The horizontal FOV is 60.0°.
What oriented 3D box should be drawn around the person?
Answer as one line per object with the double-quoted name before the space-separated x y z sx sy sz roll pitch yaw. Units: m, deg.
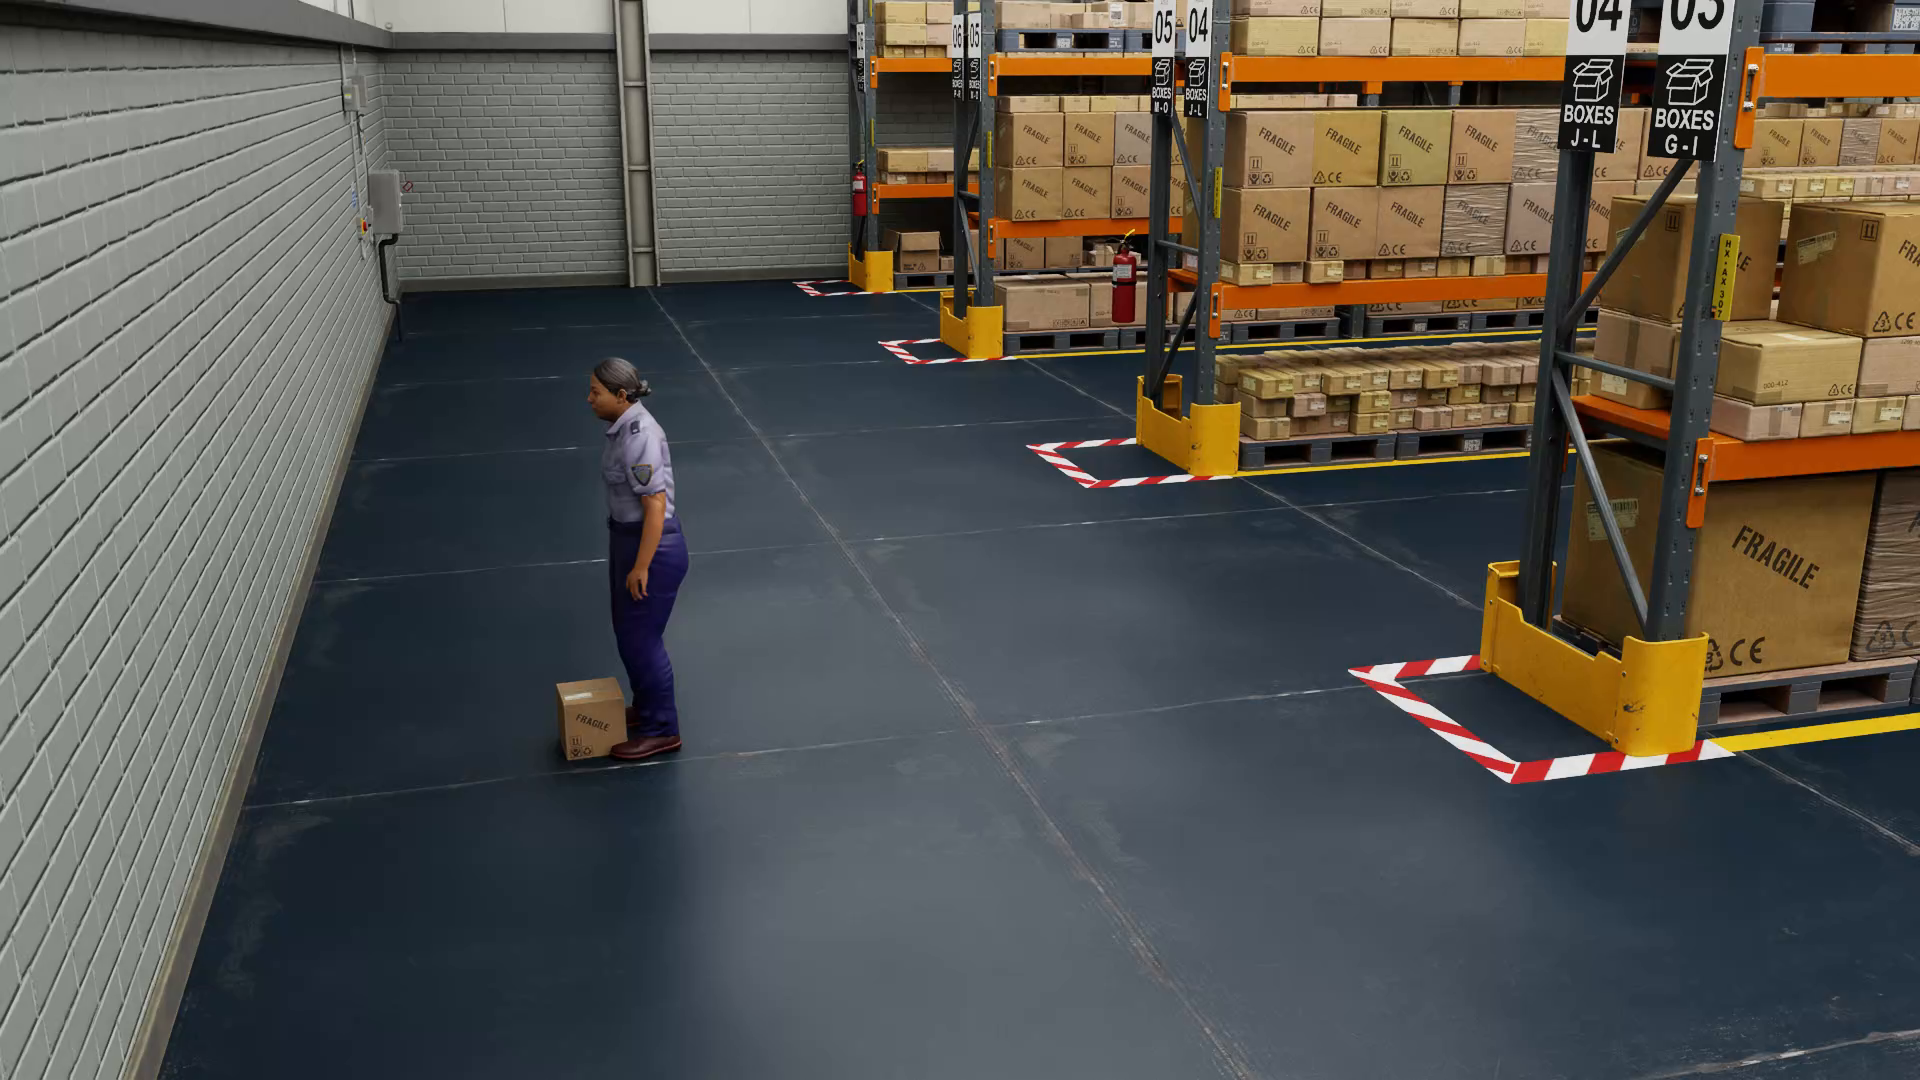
"person" -1.337 0.058 6.842 0.335 1.653 0.563 -5 17 -18
